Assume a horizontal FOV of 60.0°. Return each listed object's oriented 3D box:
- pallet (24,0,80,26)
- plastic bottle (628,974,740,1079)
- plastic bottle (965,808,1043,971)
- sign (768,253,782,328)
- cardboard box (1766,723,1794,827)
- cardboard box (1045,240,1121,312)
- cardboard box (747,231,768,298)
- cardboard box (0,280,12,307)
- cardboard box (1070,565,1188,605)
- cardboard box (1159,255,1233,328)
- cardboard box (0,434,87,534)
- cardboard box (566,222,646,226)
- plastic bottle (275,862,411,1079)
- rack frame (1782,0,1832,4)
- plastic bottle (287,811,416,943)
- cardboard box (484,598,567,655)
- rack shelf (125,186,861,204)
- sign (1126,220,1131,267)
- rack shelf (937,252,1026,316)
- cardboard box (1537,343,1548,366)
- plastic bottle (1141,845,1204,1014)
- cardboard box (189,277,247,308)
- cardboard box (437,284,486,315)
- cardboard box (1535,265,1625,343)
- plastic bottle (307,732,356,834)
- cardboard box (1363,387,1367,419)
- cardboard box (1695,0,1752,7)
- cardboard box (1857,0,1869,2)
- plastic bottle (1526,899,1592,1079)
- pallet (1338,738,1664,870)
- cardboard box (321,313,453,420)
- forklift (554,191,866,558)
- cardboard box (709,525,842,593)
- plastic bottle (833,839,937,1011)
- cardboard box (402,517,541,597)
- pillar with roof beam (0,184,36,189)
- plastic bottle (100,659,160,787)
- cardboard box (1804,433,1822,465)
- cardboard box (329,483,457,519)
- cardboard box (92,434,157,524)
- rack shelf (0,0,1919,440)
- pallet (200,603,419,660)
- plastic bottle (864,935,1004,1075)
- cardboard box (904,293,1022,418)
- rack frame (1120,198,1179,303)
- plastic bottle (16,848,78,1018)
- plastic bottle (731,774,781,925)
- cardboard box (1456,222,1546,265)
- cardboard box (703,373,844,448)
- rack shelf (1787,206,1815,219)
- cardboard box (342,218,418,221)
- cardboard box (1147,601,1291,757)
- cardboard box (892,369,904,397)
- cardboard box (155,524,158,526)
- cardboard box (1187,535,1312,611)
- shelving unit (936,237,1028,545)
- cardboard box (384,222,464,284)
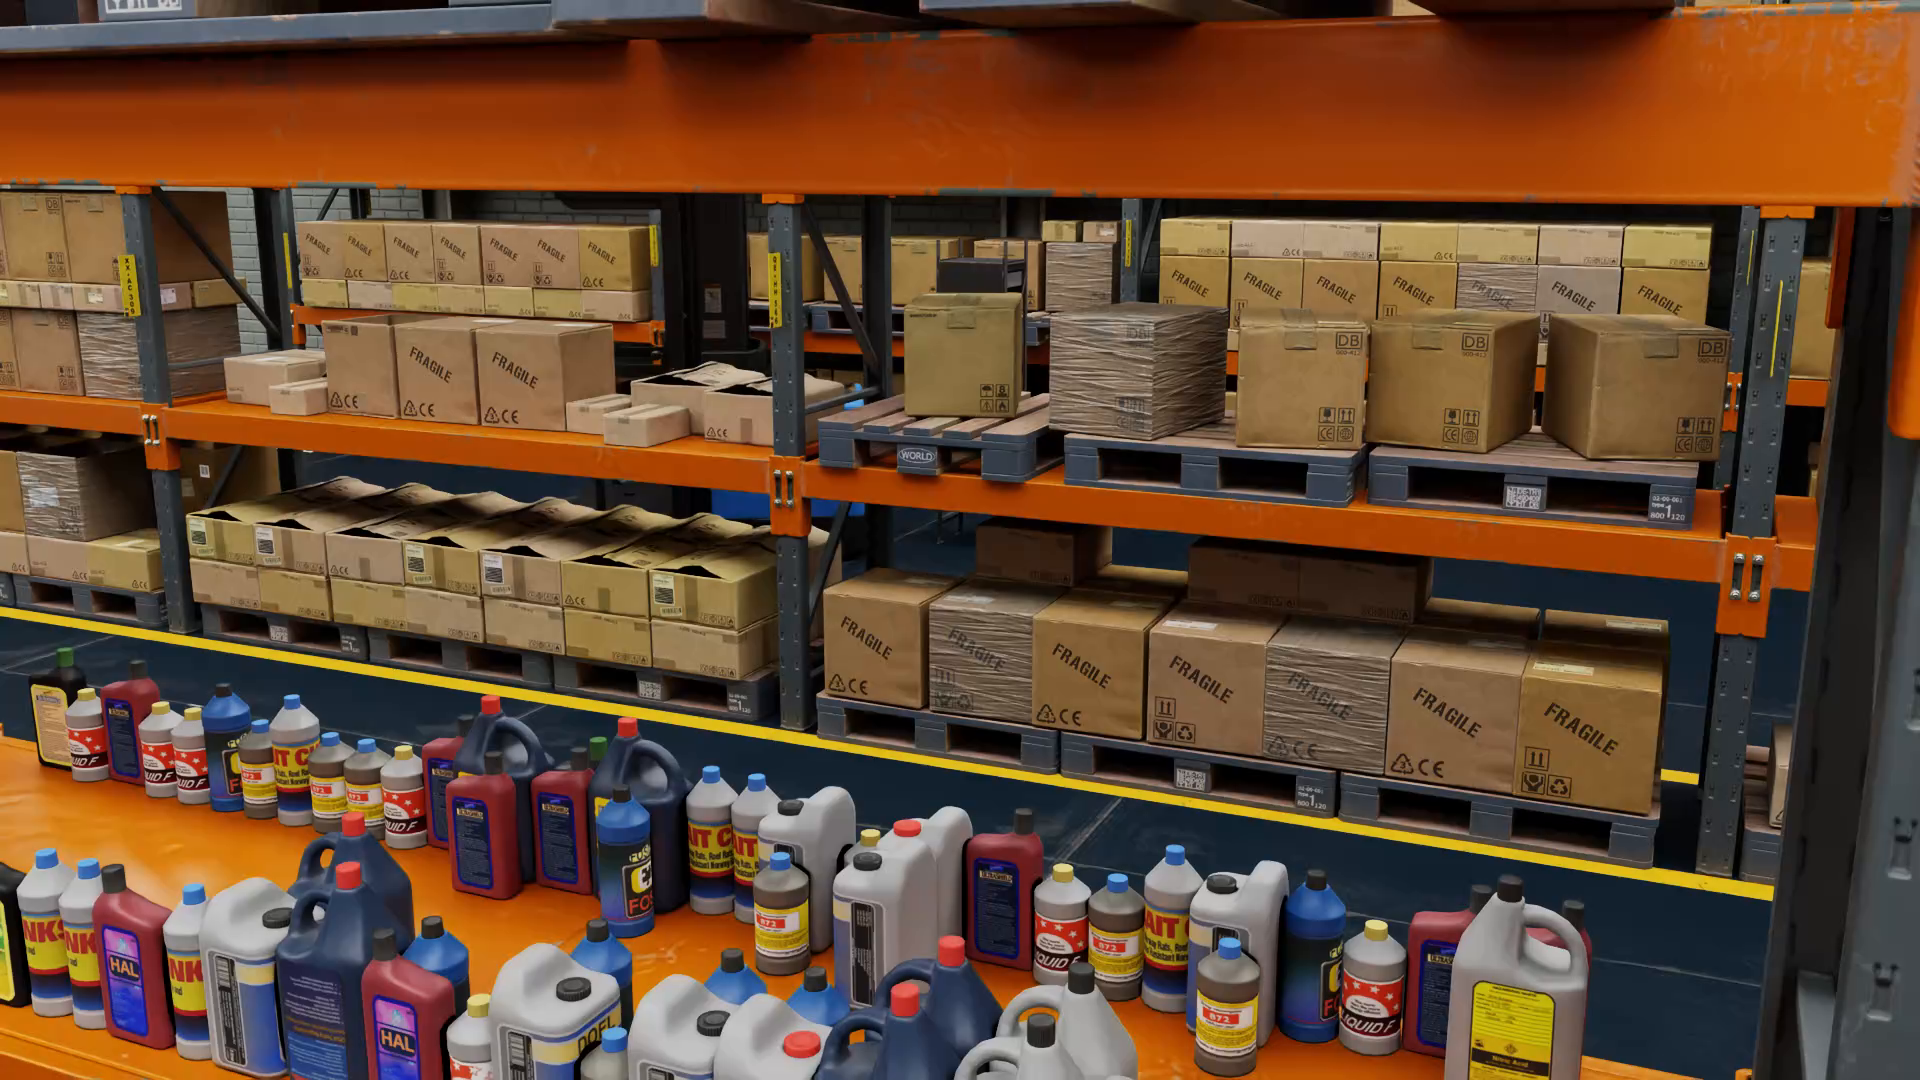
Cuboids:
[{"bbox_3d":[-1.946,-0.900,2.871,1.213,0.211,1.003,6,14,23],"label":"pallet"},{"bbox_3d":[-0.358,0.746,2.282,0.135,0.276,0.152,6,14,23],"label":"plastic bottle"},{"bbox_3d":[0.077,0.599,2.892,0.133,0.283,0.061,6,14,23],"label":"plastic bottle"},{"bbox_3d":[-0.818,-1.104,7.361,0.005,0.325,0.100,6,14,23],"label":"sign"},{"bbox_3d":[3.357,0.892,6.310,0.500,0.311,0.500,6,14,23],"label":"cardboard box"},{"bbox_3d":[0.973,-1.996,12.514,0.500,0.500,0.700,4,14,17],"label":"cardboard box"},{"bbox_3d":[-1.799,-2.271,13.684,0.500,0.500,0.700,6,14,23],"label":"cardboard box"},{"bbox_3d":[-5.519,-1.467,9.800,0.250,0.149,0.380,6,14,23],"label":"cardboard box"},{"bbox_3d":[0.827,0.431,7.860,0.500,0.500,0.500,5,14,21],"label":"cardboard box"},{"bbox_3d":[1.747,-1.797,11.933,0.500,0.500,0.500,6,15,25],"label":"cardboard box"},{"bbox_3d":[-5.677,-0.349,10.136,0.500,0.500,0.500,6,14,23],"label":"cardboard box"},{"bbox_3d":[-3.067,-2.500,14.485,0.500,0.500,0.500,6,14,23],"label":"cardboard box"},{"bbox_3d":[-0.929,0.653,2.515,0.185,0.351,0.144,6,14,23],"label":"plastic bottle"},{"bbox_3d":[3.061,-3.208,5.726,0.127,3.000,1.000,6,14,23],"label":"rack frame"},{"bbox_3d":[-0.990,0.608,2.703,0.185,0.351,0.144,6,14,23],"label":"plastic bottle"},{"bbox_3d":[-2.108,0.385,8.646,0.500,0.250,0.500,6,15,25],"label":"cardboard box"},{"bbox_3d":[-2.425,-1.952,8.517,4.000,0.370,1.077,6,14,23],"label":"rack shelf"},{"bbox_3d":[1.195,-2.103,11.790,0.005,0.325,0.100,6,14,23],"label":"sign"},{"bbox_3d":[0.151,-1.675,11.293,0.480,0.518,0.431,6,14,23],"label":"rack shelf"},{"bbox_3d":[3.916,-1.245,11.003,0.250,0.149,0.380,6,14,23],"label":"cardboard box"},{"bbox_3d":[0.353,0.637,2.755,0.097,0.271,0.097,0,13,0],"label":"plastic bottle"},{"bbox_3d":[-4.421,-1.457,9.759,0.250,0.149,0.380,6,14,23],"label":"cardboard box"},{"bbox_3d":[-4.185,-2.117,14.495,0.500,0.250,0.500,6,14,24],"label":"cardboard box"},{"bbox_3d":[4.069,-1.560,10.925,0.500,0.500,0.500,6,14,24],"label":"cardboard box"},{"bbox_3d":[-1.309,0.503,3.479,0.097,0.201,0.097,0,13,0],"label":"plastic bottle"},{"bbox_3d":[2.824,-0.672,11.839,0.750,0.750,0.750,6,14,23],"label":"cardboard box"},{"bbox_3d":[2.630,-2.111,6.262,0.600,0.600,0.600,4,14,18],"label":"cardboard box"},{"bbox_3d":[5.602,-3.203,9.821,0.500,0.500,0.500,6,14,23],"label":"cardboard box"},{"bbox_3d":[0.889,0.681,2.542,0.133,0.283,0.061,6,14,23],"label":"plastic bottle"},{"bbox_3d":[2.302,1.003,7.017,1.213,0.211,1.003,6,14,23],"label":"pallet"},{"bbox_3d":[-3.076,-0.953,9.030,0.500,0.500,0.500,7,15,27],"label":"cardboard box"},{"bbox_3d":[-2.139,-1.371,11.180,3.031,2.935,1.130,-1,13,-5],"label":"forklift"},{"bbox_3d":[-0.956,0.094,8.659,0.500,0.311,0.500,6,15,25],"label":"cardboard box"},{"bbox_3d":[-0.126,0.631,2.769,0.135,0.276,0.152,6,14,23],"label":"plastic bottle"},{"bbox_3d":[-2.571,0.066,8.778,0.500,0.311,0.500,6,15,25],"label":"cardboard box"},{"bbox_3d":[-12.147,-5.125,13.897,0.400,9.000,9.100,6,14,23],"label":"pillar with roof beam"},{"bbox_3d":[-1.852,0.404,3.724,0.133,0.283,0.061,6,14,23],"label":"plastic bottle"},{"bbox_3d":[5.654,-0.590,10.834,0.250,0.149,0.380,6,14,23],"label":"cardboard box"},{"bbox_3d":[-3.289,-0.142,9.664,0.500,0.311,0.500,6,15,25],"label":"cardboard box"},{"bbox_3d":[-5.011,-0.411,10.398,0.500,0.500,0.500,6,14,23],"label":"cardboard box"},{"bbox_3d":[-0.778,-0.548,2.532,4.000,0.370,1.077,6,14,23],"label":"rack shelf"},{"bbox_3d":[-3.564,0.390,9.629,1.213,0.211,1.003,6,14,23],"label":"pallet"},{"bbox_3d":[-0.032,0.707,2.282,0.185,0.351,0.144,6,14,23],"label":"plastic bottle"},{"bbox_3d":[0.025,-0.875,7.781,0.500,0.500,0.700,1,13,4],"label":"cardboard box"},{"bbox_3d":[1.407,-1.692,12.400,0.127,3.000,1.000,6,14,23],"label":"rack frame"},{"bbox_3d":[-1.491,0.640,2.741,0.097,0.271,0.097,0,13,0],"label":"plastic bottle"},{"bbox_3d":[-0.371,0.564,3.067,0.097,0.271,0.097,0,13,0],"label":"plastic bottle"},{"bbox_3d":[3.603,-1.977,11.057,0.500,0.250,0.500,6,15,24],"label":"cardboard box"},{"bbox_3d":[-0.911,-0.656,8.181,0.500,0.311,0.500,7,15,27],"label":"cardboard box"},{"bbox_3d":[4.889,-1.212,5.362,4.000,0.370,1.077,6,14,23],"label":"rack shelf"},{"bbox_3d":[-5.391,-2.735,15.487,0.500,0.500,0.500,6,14,23],"label":"cardboard box"},{"bbox_3d":[1.121,0.589,7.185,0.500,0.500,0.500,5,14,21],"label":"cardboard box"},{"bbox_3d":[-0.241,-1.222,13.266,0.500,0.250,0.500,6,14,23],"label":"cardboard box"},{"bbox_3d":[-5.010,-0.047,10.487,0.500,0.250,0.500,6,14,23],"label":"cardboard box"},{"bbox_3d":[1.344,0.116,7.560,0.500,0.250,0.500,5,14,22],"label":"cardboard box"},{"bbox_3d":[0.151,-1.007,11.450,0.503,2.100,0.431,6,14,23],"label":"shelving unit"},{"bbox_3d":[-4.675,-2.530,14.615,0.500,0.500,0.500,5,14,21],"label":"cardboard box"}]
